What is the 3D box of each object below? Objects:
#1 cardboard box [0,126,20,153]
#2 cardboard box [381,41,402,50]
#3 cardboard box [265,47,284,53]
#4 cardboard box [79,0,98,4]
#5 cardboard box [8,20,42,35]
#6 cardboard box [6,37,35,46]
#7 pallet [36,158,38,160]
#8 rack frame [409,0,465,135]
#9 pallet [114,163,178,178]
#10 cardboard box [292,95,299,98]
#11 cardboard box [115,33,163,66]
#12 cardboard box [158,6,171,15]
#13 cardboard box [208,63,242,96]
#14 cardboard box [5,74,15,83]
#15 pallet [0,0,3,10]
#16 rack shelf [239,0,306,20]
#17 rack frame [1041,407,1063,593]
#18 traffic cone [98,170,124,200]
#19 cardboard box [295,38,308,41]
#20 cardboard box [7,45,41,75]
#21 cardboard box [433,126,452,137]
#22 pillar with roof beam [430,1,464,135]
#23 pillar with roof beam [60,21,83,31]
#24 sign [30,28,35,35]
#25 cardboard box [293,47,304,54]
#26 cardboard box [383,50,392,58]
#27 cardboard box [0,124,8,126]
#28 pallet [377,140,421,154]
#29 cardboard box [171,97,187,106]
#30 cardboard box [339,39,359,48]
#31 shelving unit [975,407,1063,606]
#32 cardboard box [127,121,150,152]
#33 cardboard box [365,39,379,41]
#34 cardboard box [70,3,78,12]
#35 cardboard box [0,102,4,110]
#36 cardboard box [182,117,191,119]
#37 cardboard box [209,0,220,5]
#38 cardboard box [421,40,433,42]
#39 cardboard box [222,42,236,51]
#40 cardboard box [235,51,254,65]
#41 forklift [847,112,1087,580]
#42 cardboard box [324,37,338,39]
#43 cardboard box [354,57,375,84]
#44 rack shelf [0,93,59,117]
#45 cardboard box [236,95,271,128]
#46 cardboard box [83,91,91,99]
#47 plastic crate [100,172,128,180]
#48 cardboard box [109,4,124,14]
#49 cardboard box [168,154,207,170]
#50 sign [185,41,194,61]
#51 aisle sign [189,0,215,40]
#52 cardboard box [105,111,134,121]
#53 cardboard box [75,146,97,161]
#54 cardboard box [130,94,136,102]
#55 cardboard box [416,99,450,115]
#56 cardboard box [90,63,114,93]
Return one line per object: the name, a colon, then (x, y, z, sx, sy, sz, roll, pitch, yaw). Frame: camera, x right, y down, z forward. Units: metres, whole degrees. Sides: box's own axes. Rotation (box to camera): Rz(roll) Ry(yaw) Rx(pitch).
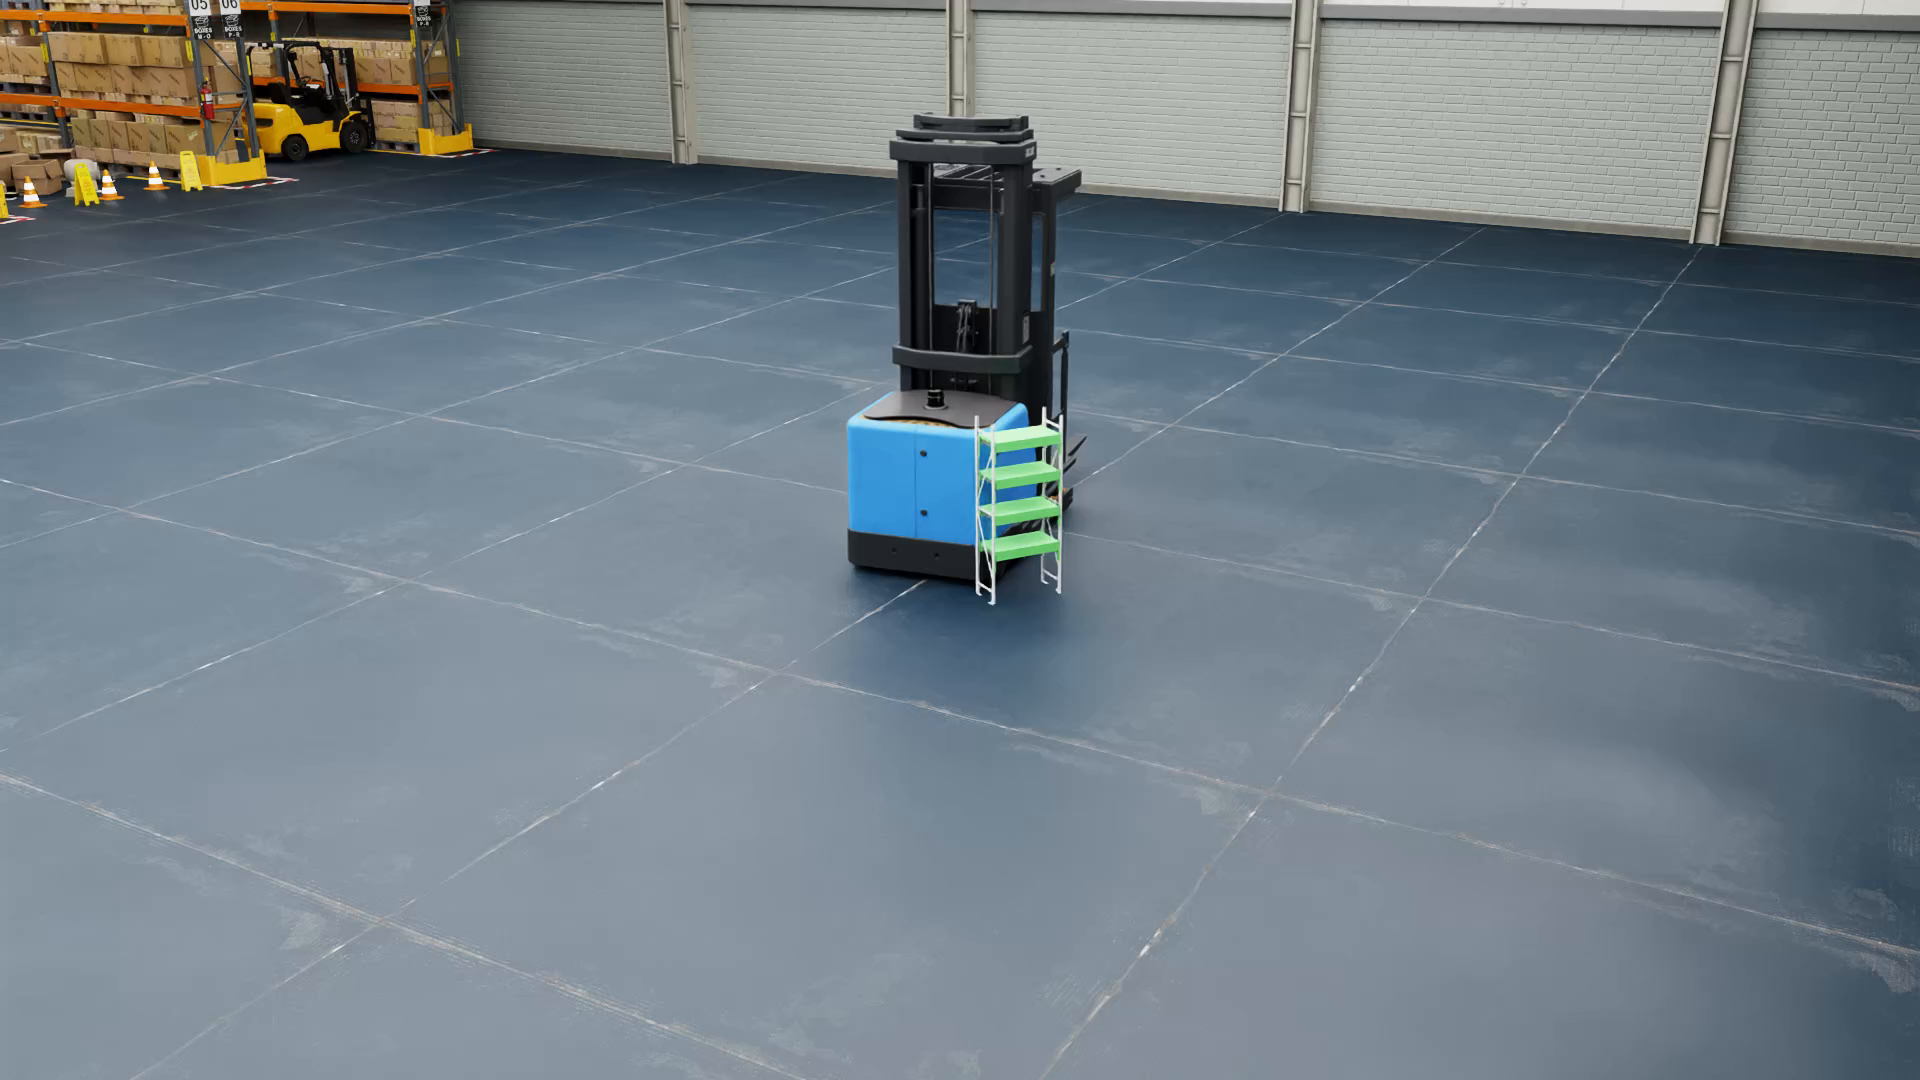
cardboard box: (-17.048, -7.033, 29.410, 0.500, 0.500, 0.500, 11, 23, 27)
cardboard box: (-11.184, -9.756, 32.827, 0.250, 0.149, 0.380, 11, 23, 28)
cardboard box: (-14.195, -10.208, 34.510, 0.250, 0.149, 0.380, 12, 23, 29)
cardboard box: (-15.069, -9.542, 29.155, 0.500, 0.250, 0.500, 11, 23, 28)
cardboard box: (-21.943, -11.944, 39.079, 0.500, 0.500, 0.500, 10, 22, 26)
cardboard box: (-17.327, -9.196, 30.669, 0.250, 0.149, 0.380, 10, 22, 26)
pallet: (-17.955, -7.408, 31.977, 1.213, 0.211, 1.003, 11, 23, 27)
rack frame: (-10.296, -9.200, 32.829, 0.127, 3.000, 1.000, 11, 23, 27)
pallet: (-14.533, -6.772, 30.226, 1.213, 0.211, 1.003, 11, 23, 27)
cardboard box: (-13.519, -9.066, 34.410, 0.500, 0.250, 0.500, 10, 22, 26)
cardboard box: (-14.200, -8.539, 28.958, 0.500, 0.500, 0.700, 10, 22, 27)
cardboard box: (-13.395, -9.021, 28.306, 0.250, 0.149, 0.380, 11, 23, 28)
cardboard box: (-12.992, -8.070, 29.131, 0.500, 0.500, 0.500, 10, 22, 26)
cardboard box: (-17.478, -8.592, 30.906, 0.250, 0.149, 0.380, 11, 23, 28)
pallet: (-17.600, -10.015, 30.951, 1.003, 0.211, 1.213, 11, 23, 27)
rack shelf: (-15.534, -11.270, 35.191, 4.000, 0.370, 1.077, 11, 23, 27)
rack frame: (0.596, -0.256, 10.804, 0.015, 1.200, 0.240, -10, 21, -25)
traffic cone: (-13.963, -5.830, 27.258, 0.334, 0.463, 0.336, 11, 23, 27)
cardboard box: (-13.374, -10.204, 34.063, 0.250, 0.149, 0.380, 11, 23, 28)
cardboard box: (-17.154, -8.862, 30.698, 0.500, 0.500, 0.500, 11, 23, 28)
cardboard box: (-10.630, -8.245, 33.612, 0.500, 0.250, 0.500, 11, 23, 28)
pillar with roof beam: (-12.564, -11.123, 29.332, 0.400, 9.000, 9.100, 11, 23, 27)
pillar with roof beam: (-23.040, -13.118, 34.833, 0.400, 9.000, 9.100, 11, 23, 27)
sign: (-21.030, -11.440, 37.734, 0.005, 0.325, 0.100, 11, 23, 27)
cardboard box: (-13.411, -10.043, 34.056, 0.250, 0.149, 0.380, 11, 23, 29)
cardboard box: (-11.170, -9.621, 32.892, 0.250, 0.149, 0.380, 11, 23, 28)
cardboard box: (-19.209, -7.917, 32.531, 0.625, 0.372, 0.950, 9, 22, 24)
pallet: (-10.984, -8.004, 33.621, 1.213, 0.211, 1.003, 11, 23, 27)
cardboard box: (-13.420, -7.611, 28.817, 0.250, 0.149, 0.380, 10, 22, 27)
cardboard box: (-12.265, -9.989, 33.470, 0.250, 0.149, 0.380, 11, 23, 28)
shelving unit: (0.378, -0.218, 10.701, 0.503, 1.200, 0.258, -10, 21, -25)
cardboard box: (-14.435, -7.207, 29.650, 0.500, 0.500, 0.500, 10, 22, 26)
cardboard box: (-11.822, -10.077, 33.712, 0.250, 0.149, 0.380, 11, 23, 28)
cardboard box: (-15.582, -9.486, 29.586, 0.250, 0.149, 0.380, 11, 23, 27)
cardboard box: (-22.637, -10.482, 39.412, 0.500, 0.500, 0.500, 11, 23, 28)
cardboard box: (-14.197, -7.371, 30.103, 0.500, 0.500, 0.500, 11, 23, 28)
cardboard box: (-13.023, -9.364, 28.666, 0.500, 0.250, 0.500, 10, 22, 26)
cardboard box: (-10.687, -9.874, 33.153, 0.250, 0.149, 0.380, 12, 23, 29)
cardboard box: (-15.325, -10.412, 35.071, 0.250, 0.149, 0.380, 11, 23, 28)
cardboard box: (-14.794, -10.119, 34.848, 0.500, 0.250, 0.500, 10, 22, 26)
forklift: (0.209, -1.580, 11.923, 1.130, 2.935, 3.031, 7, 21, 18)
cardboard box: (-12.926, -10.300, 34.327, 0.250, 0.149, 0.380, 11, 22, 27)
cardboard box: (-11.750, -9.425, 33.302, 0.500, 0.500, 0.500, 10, 22, 26)
rack shelf: (-17.952, -8.381, 31.627, 4.000, 0.370, 1.077, 11, 23, 27)
cardboard box: (-14.923, -9.161, 35.588, 0.625, 0.625, 0.875, 11, 22, 27)
cardboard box: (-15.595, -8.059, 30.053, 0.250, 0.149, 0.380, 11, 23, 27)
plastic crate: (-15.235, -6.509, 29.693, 0.583, 0.080, 0.402, 3, 20, 9)
cardboard box: (-14.524, -9.232, 28.887, 0.250, 0.149, 0.380, 10, 22, 27)
cardboard box: (-13.572, -6.685, 29.312, 0.500, 0.250, 0.500, 11, 23, 27)
sign: (-13.002, -8.253, 28.056, 0.005, 0.325, 0.100, 11, 23, 27)
aisle sign: (-12.801, -8.847, 28.044, 0.004, 0.787, 0.394, 11, 23, 27)
cardboard box: (-15.056, -7.603, 29.792, 0.250, 0.149, 0.380, 12, 23, 30)
cardboard box: (-15.822, -7.113, 30.493, 0.500, 0.250, 0.500, 10, 22, 25)
cardboard box: (-14.469, -7.862, 29.509, 0.250, 0.149, 0.380, 11, 23, 27)
cardboard box: (-10.623, -8.711, 33.431, 0.500, 0.250, 0.500, 10, 22, 26)
cardboard box: (-15.076, -8.254, 29.637, 0.500, 0.500, 0.500, 11, 22, 27)
